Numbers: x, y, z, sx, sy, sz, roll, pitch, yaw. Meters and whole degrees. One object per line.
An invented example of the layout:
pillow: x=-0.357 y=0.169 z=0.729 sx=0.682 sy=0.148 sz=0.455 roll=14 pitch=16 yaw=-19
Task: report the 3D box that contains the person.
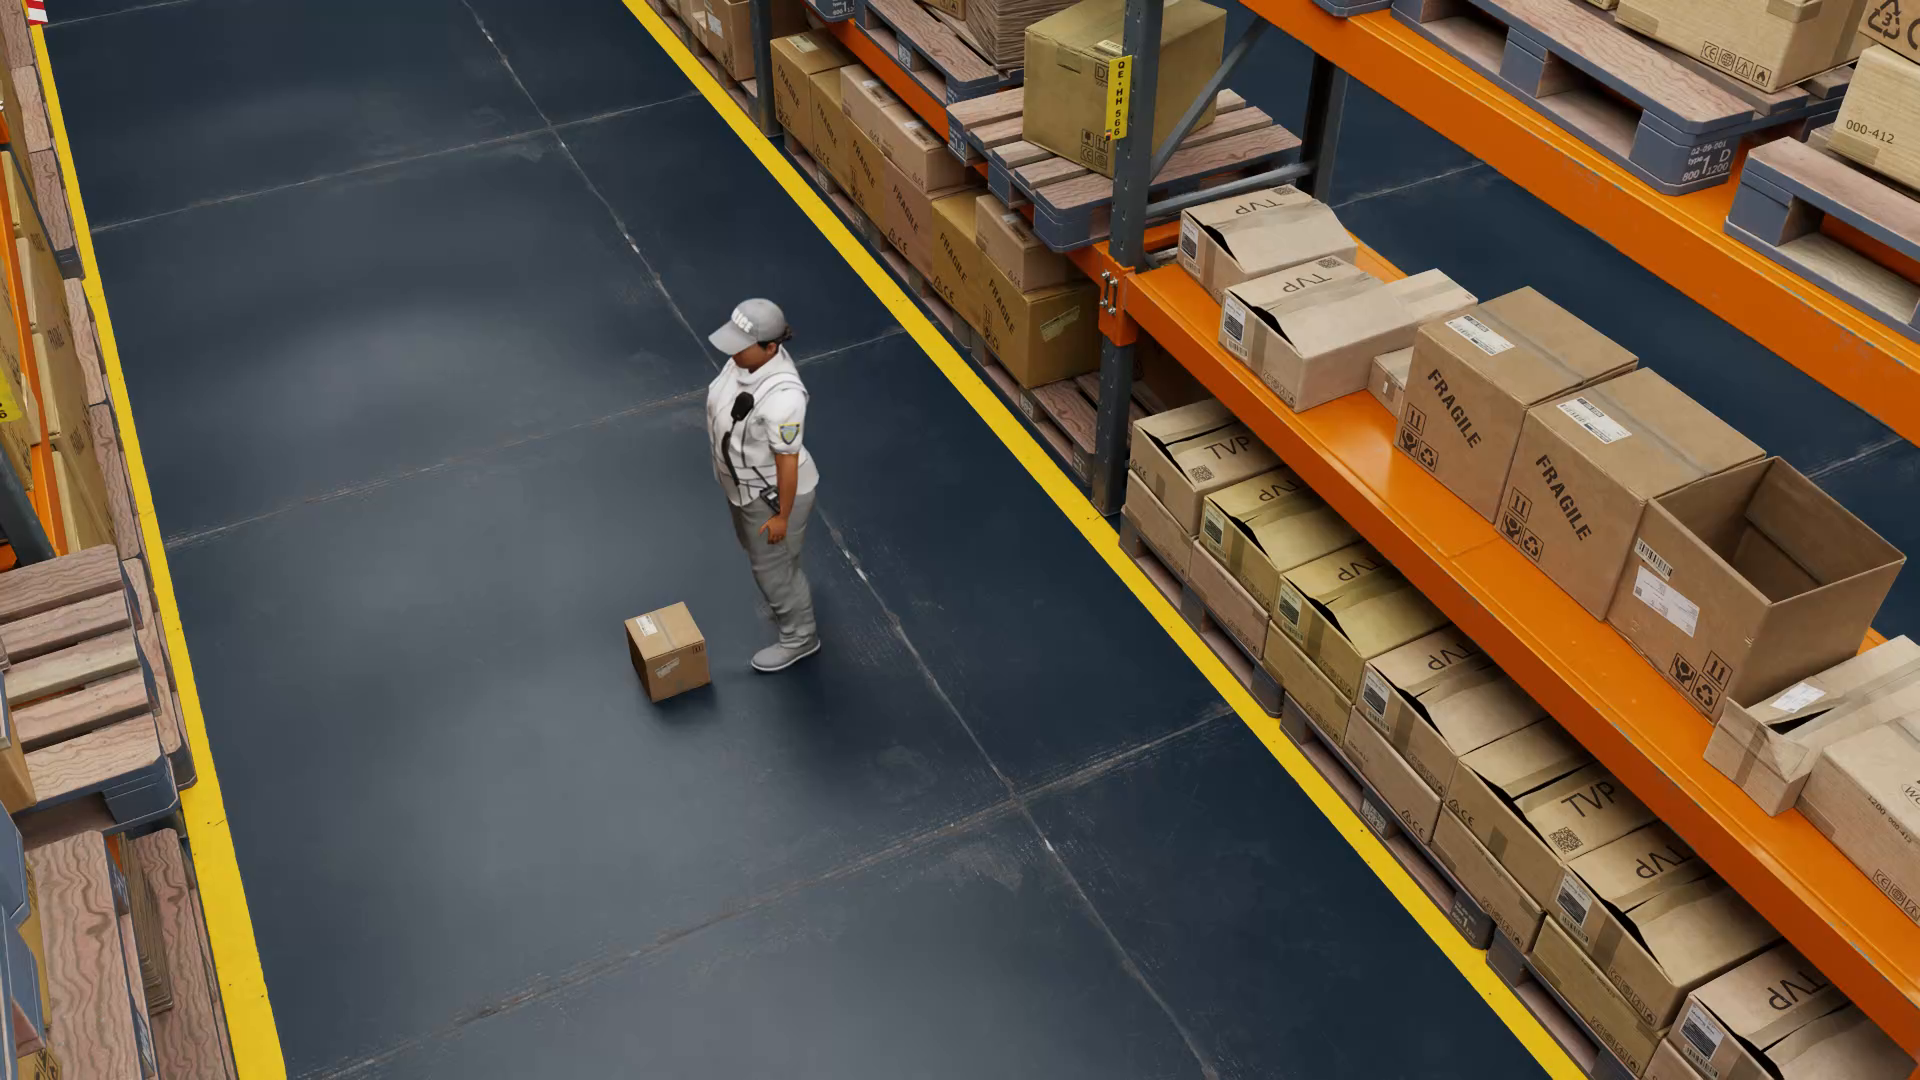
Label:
person: x=-0.749 y=-0.189 z=6.412 sx=0.385 sy=1.709 sz=0.468 roll=-18 pitch=45 yaw=-19
